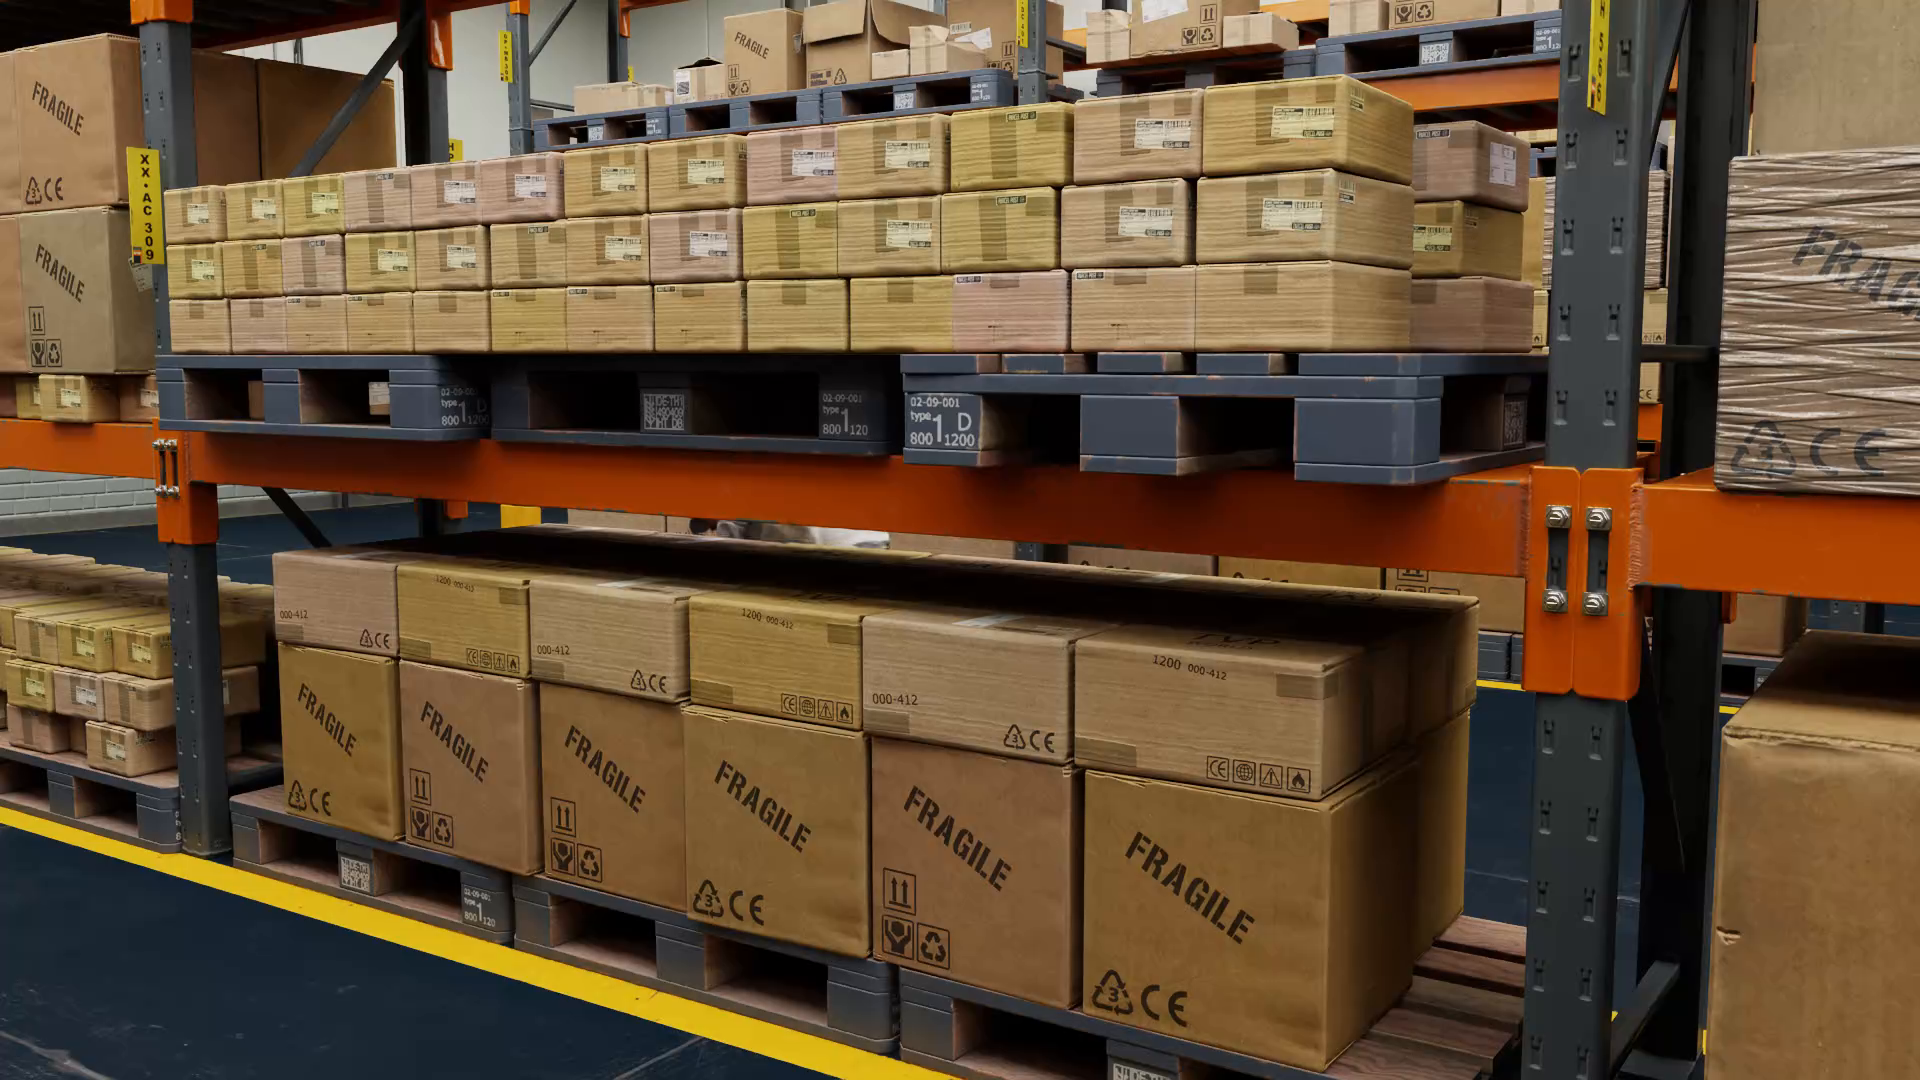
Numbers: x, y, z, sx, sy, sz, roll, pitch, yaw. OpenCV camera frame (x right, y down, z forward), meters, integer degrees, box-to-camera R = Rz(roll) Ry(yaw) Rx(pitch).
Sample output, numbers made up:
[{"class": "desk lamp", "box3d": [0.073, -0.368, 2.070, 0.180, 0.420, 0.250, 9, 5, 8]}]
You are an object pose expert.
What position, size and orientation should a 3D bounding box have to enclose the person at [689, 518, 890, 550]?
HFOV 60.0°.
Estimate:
[{"class": "person", "box3d": [-0.785, 0.211, 7.267, 0.994, 1.002, 0.502, 4, 7, 31]}]
